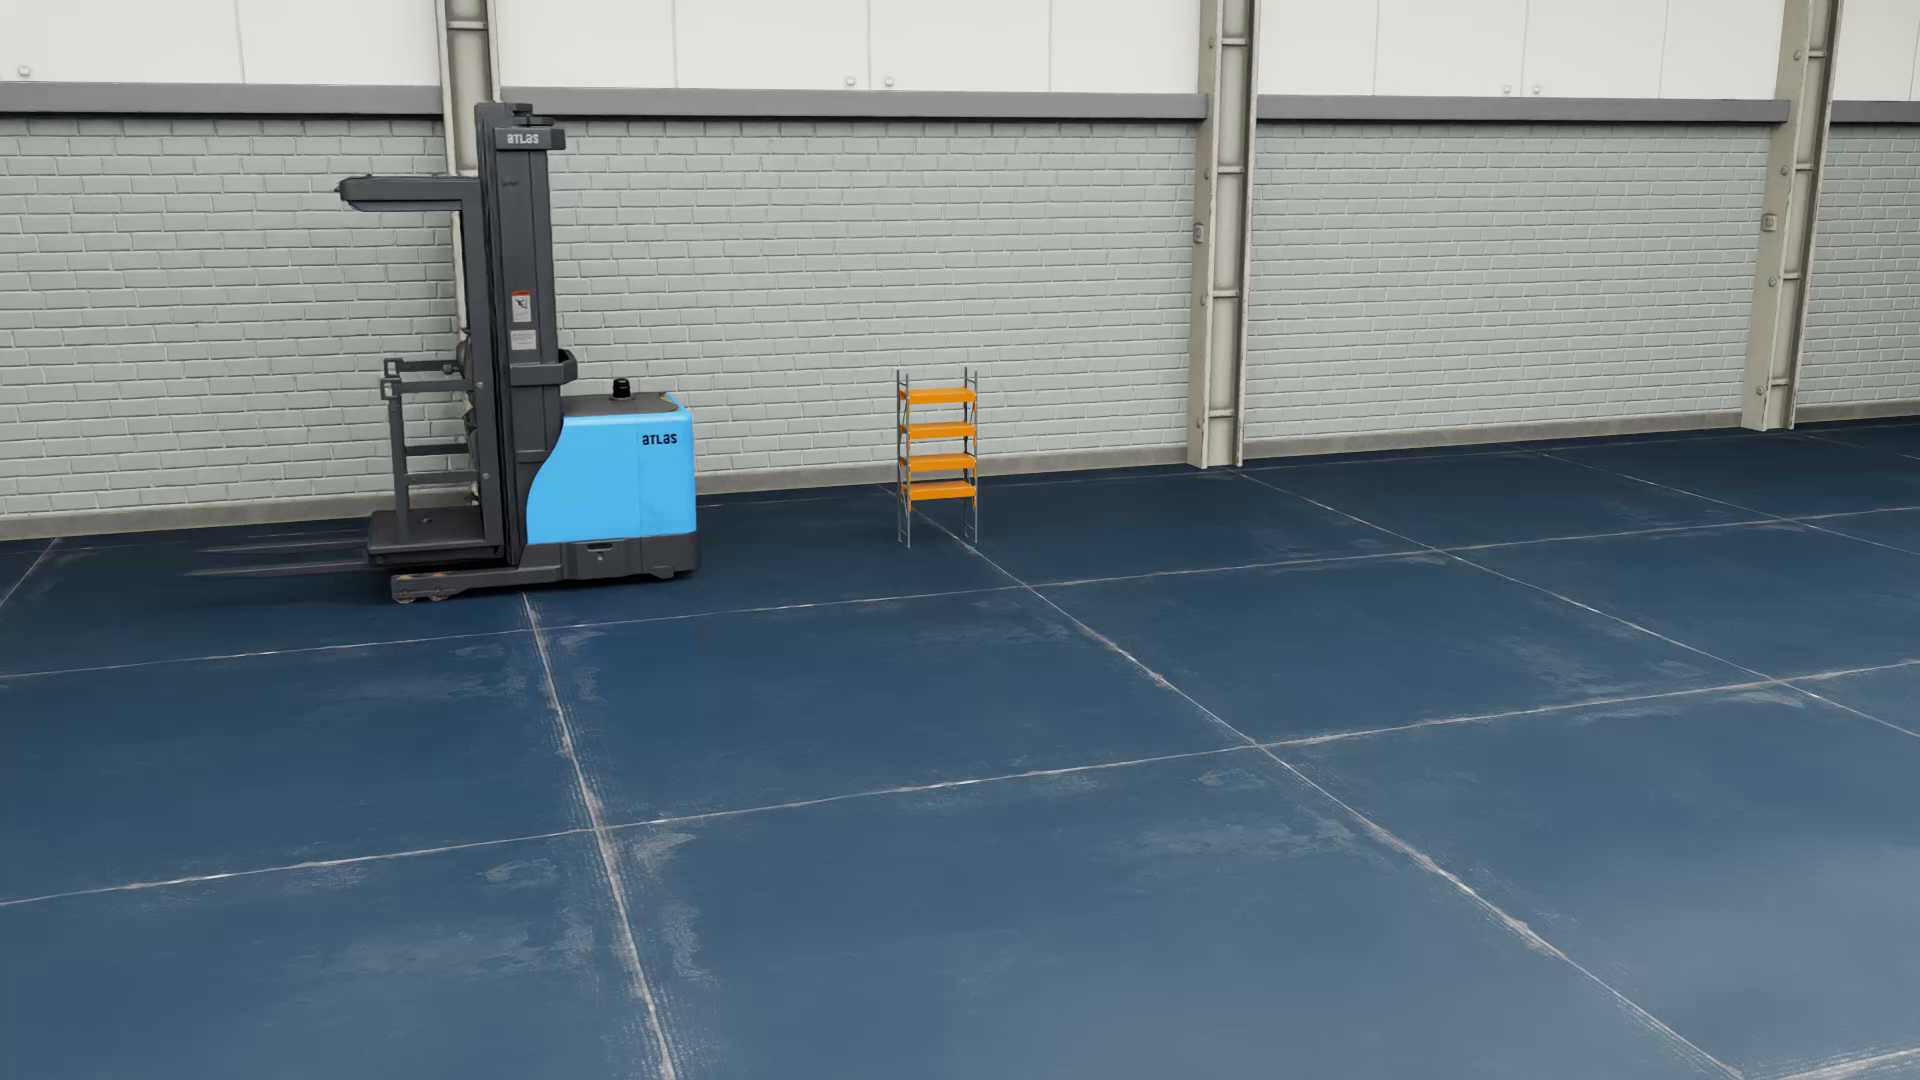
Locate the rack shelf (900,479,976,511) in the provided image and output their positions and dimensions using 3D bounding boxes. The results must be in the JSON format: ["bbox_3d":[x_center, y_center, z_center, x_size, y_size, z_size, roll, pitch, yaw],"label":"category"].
[{"bbox_3d":[-0.157,-0.313,11.514,0.480,0.148,0.258,-4,14,-18],"label":"rack shelf"}]

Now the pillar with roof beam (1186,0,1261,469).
[{"bbox_3d":[3.574,-4.092,9.400,0.400,9.000,9.100,-4,14,-18],"label":"pillar with roof beam"}]

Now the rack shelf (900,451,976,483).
[{"bbox_3d":[-0.157,-0.506,11.468,0.480,0.148,0.258,-4,14,-18],"label":"rack shelf"}]

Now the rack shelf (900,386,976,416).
[{"bbox_3d":[-0.157,-0.954,11.362,0.480,0.148,0.258,-4,14,-18],"label":"rack shelf"}]

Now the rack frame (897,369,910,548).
[{"bbox_3d":[-0.388,-0.553,11.377,0.015,1.200,0.240,-4,14,-18],"label":"rack frame"}]

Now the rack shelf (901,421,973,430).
[{"bbox_3d":[-0.157,-0.776,11.404,0.457,0.021,0.221,-4,14,-18],"label":"rack shelf"}]

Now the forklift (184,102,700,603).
[{"bbox_3d":[-3.235,-1.180,10.269,3.031,2.935,1.130,-4,14,-17],"label":"forklift"}]

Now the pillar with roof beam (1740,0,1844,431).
[{"bbox_3d":[9.261,-4.535,11.262,0.400,9.000,9.100,-4,14,-18],"label":"pillar with roof beam"}]

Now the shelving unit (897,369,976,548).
[{"bbox_3d":[-0.162,-0.571,11.451,0.492,1.200,0.258,-4,14,-18],"label":"shelving unit"}]
